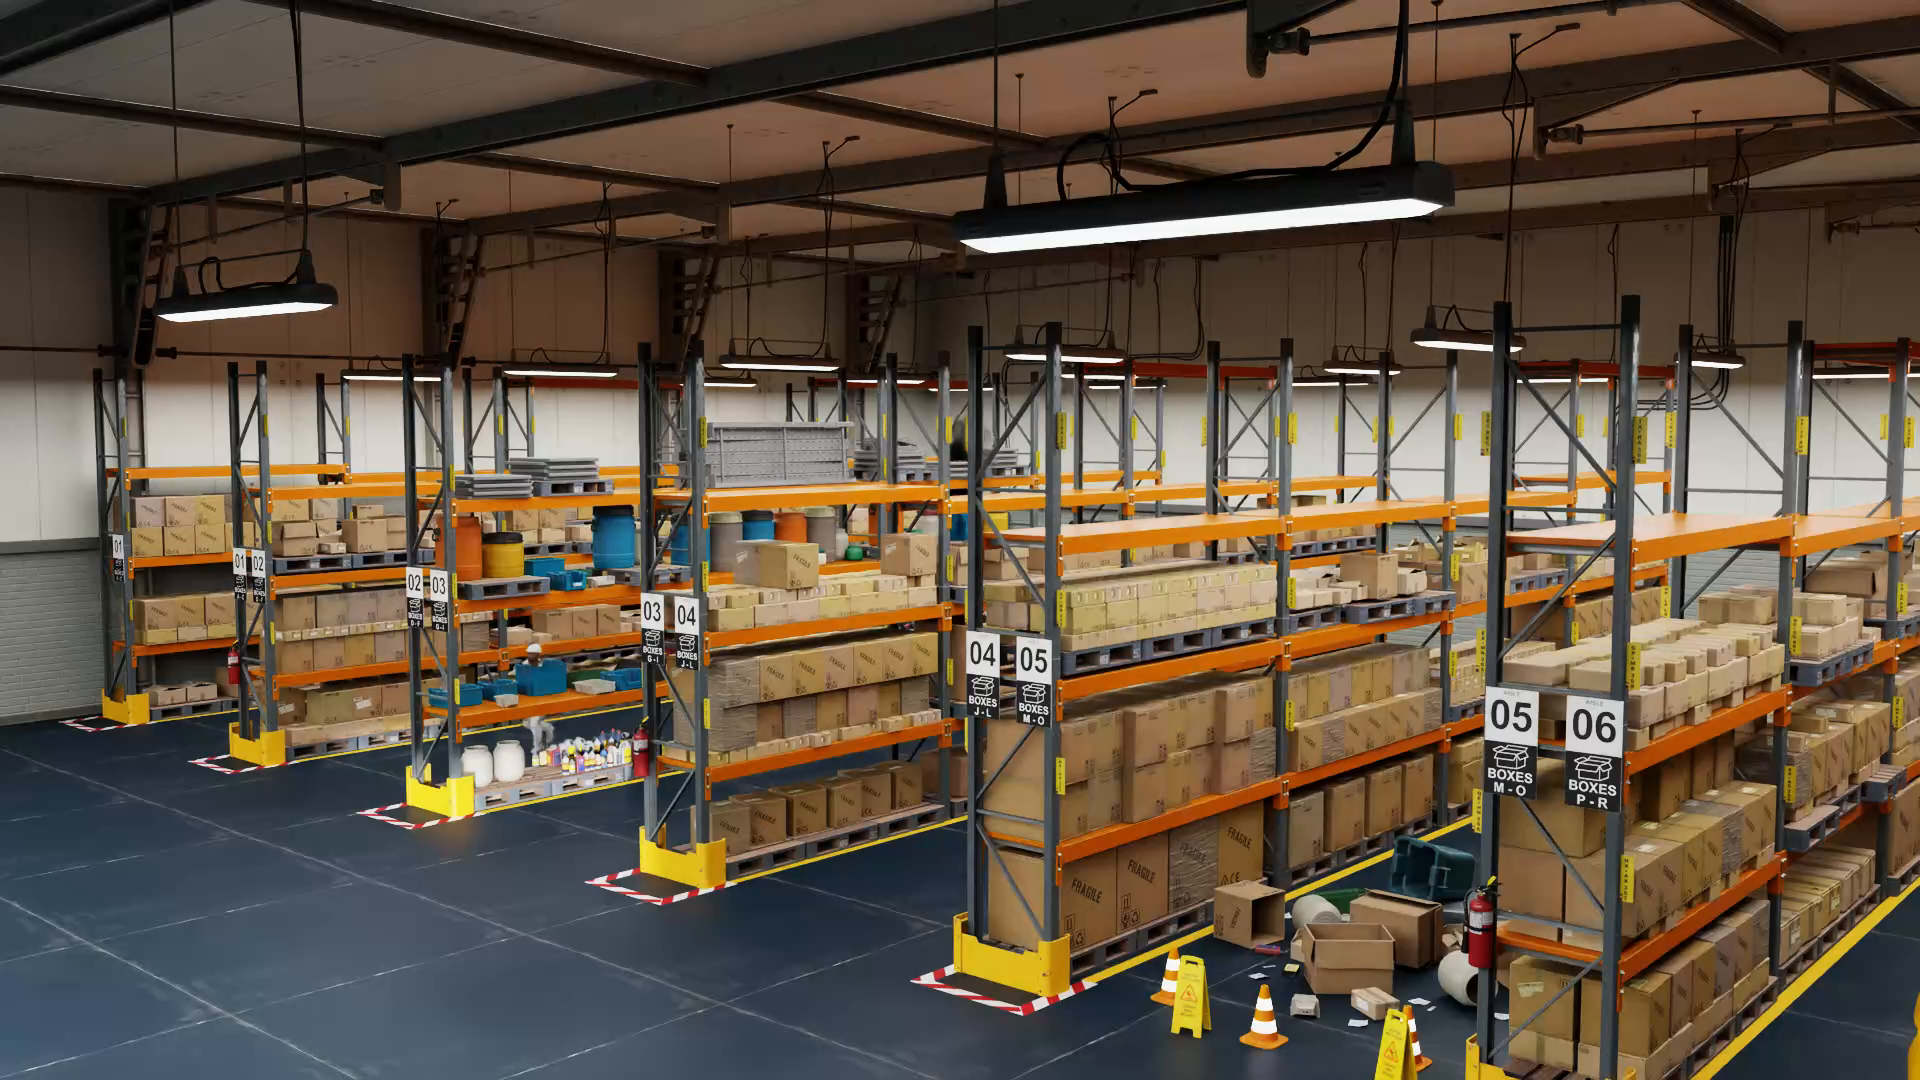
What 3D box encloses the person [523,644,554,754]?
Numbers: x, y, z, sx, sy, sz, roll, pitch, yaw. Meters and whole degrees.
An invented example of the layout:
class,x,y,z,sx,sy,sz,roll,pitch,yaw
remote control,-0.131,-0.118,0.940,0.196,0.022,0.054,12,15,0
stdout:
class,x,y,z,sx,sy,sz,roll,pitch,yaw
person,-6.498,2.433,25.689,0.701,1.704,0.592,2,5,28
